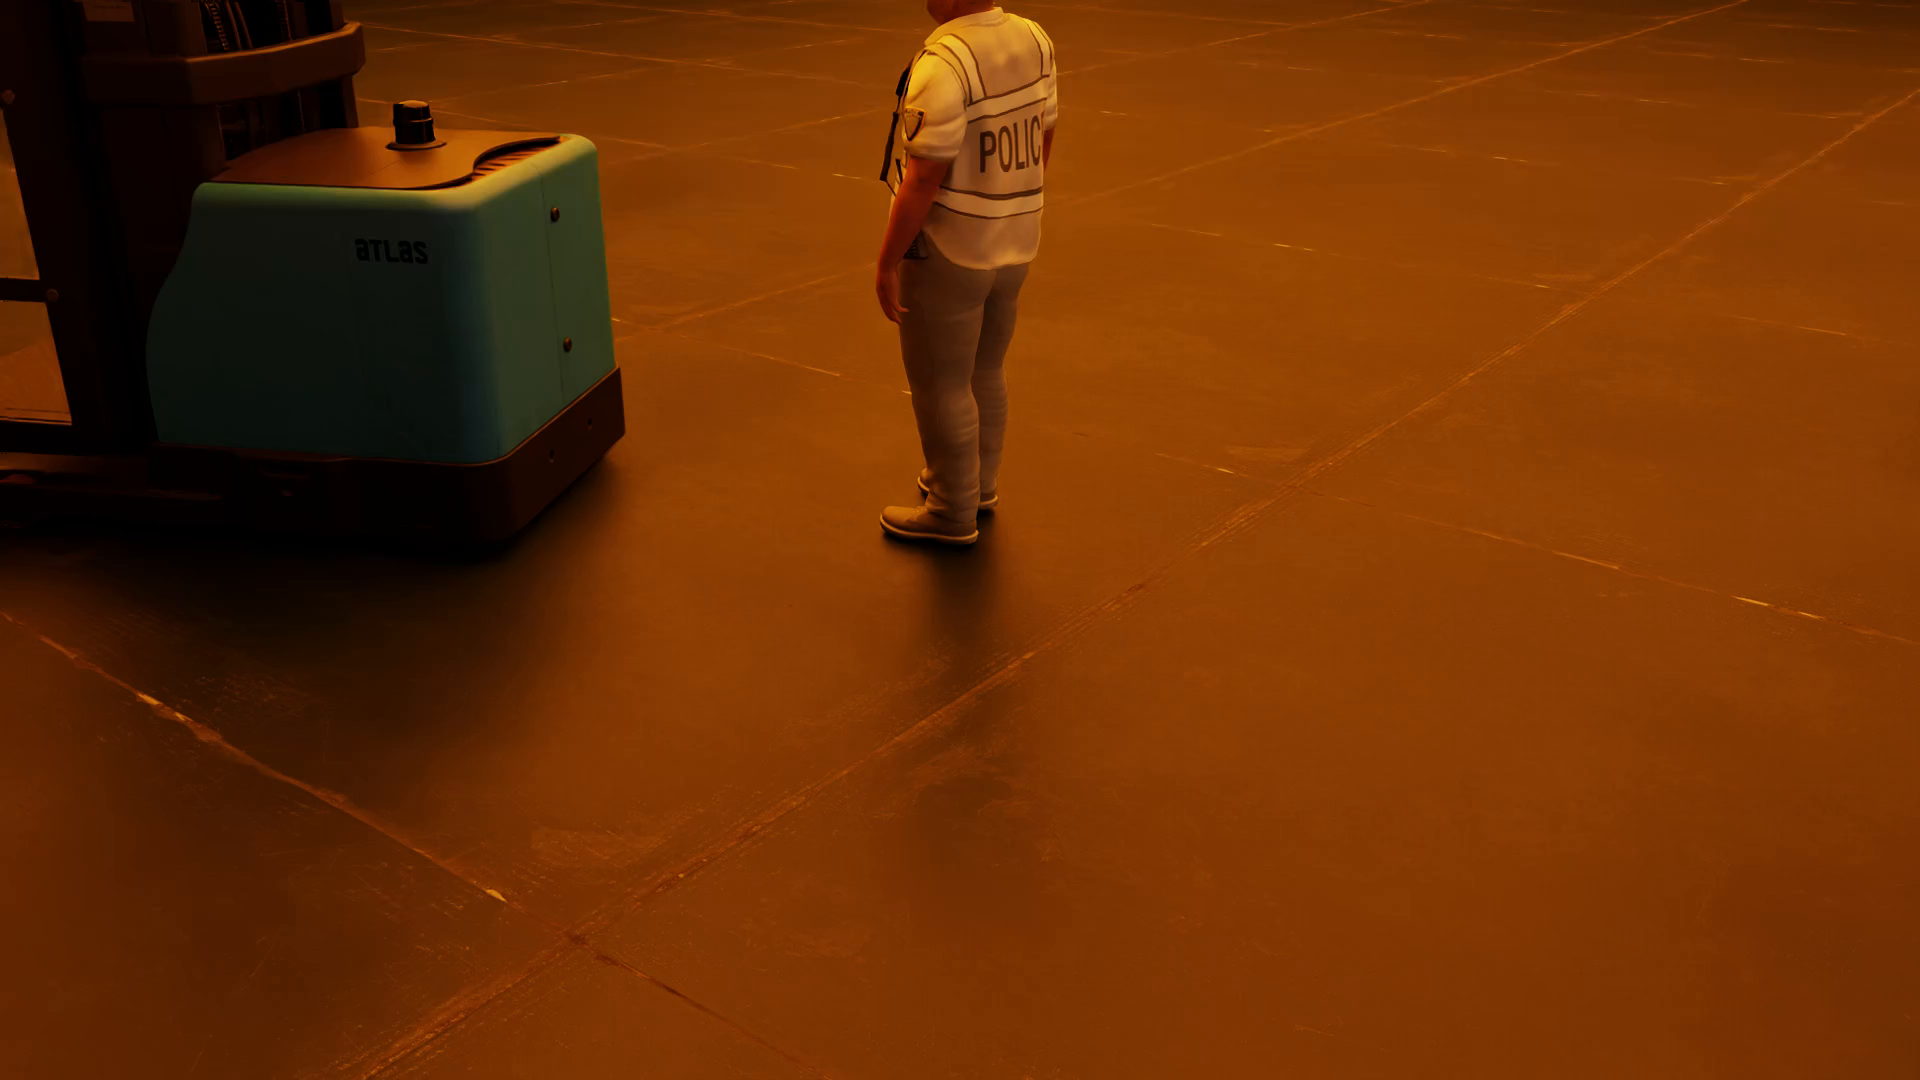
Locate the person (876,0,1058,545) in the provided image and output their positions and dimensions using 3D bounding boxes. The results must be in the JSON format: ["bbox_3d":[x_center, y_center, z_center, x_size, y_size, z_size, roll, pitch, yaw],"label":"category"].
[{"bbox_3d":[-0.055,-0.846,4.708,0.574,1.779,0.641,17,29,34],"label":"person"}]

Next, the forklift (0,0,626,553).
[{"bbox_3d":[-2.708,-1.579,4.972,3.031,2.935,1.130,4,24,10],"label":"forklift"}]
